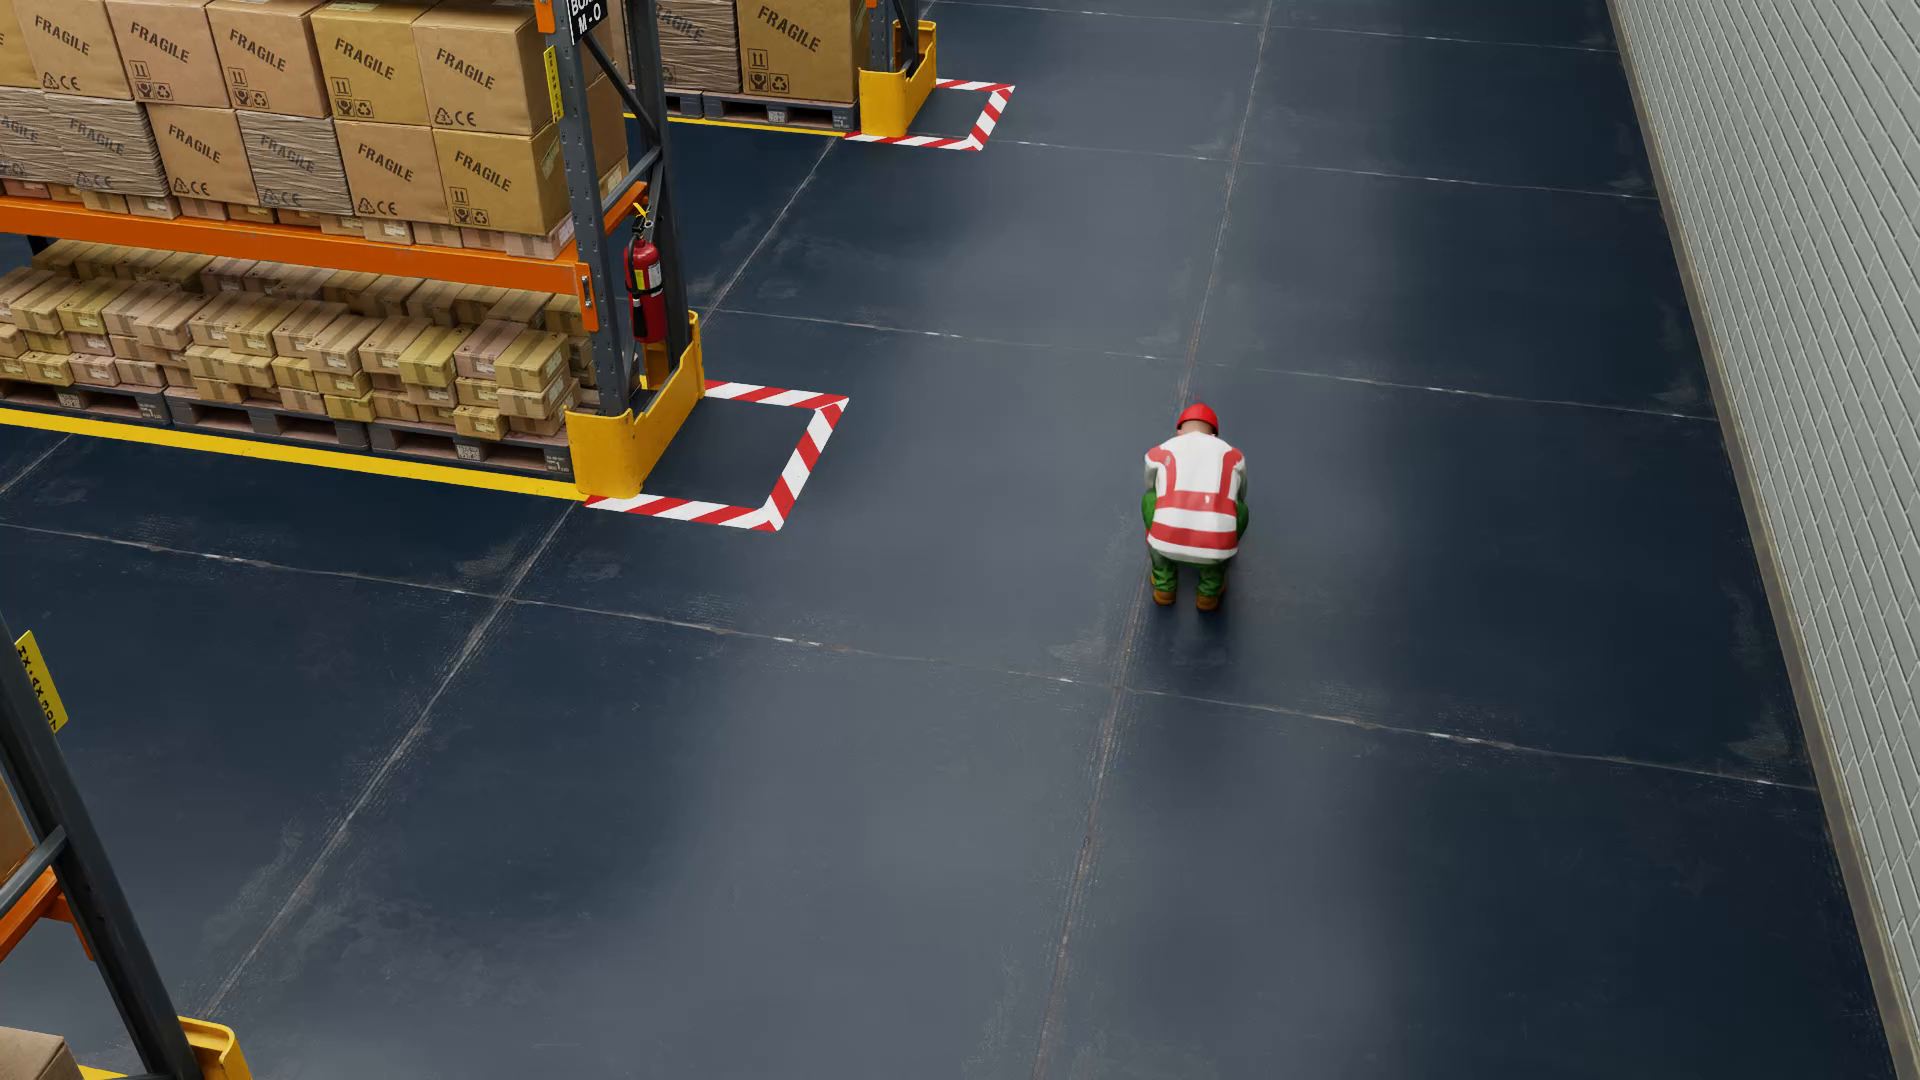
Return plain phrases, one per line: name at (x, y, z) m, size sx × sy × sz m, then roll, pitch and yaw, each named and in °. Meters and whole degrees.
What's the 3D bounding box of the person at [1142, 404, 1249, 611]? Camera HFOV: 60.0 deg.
person at (1.123, -0.103, 8.002) m, size 0.520 × 0.817 × 0.945 m, roll 7°, pitch 37°, yaw 9°
